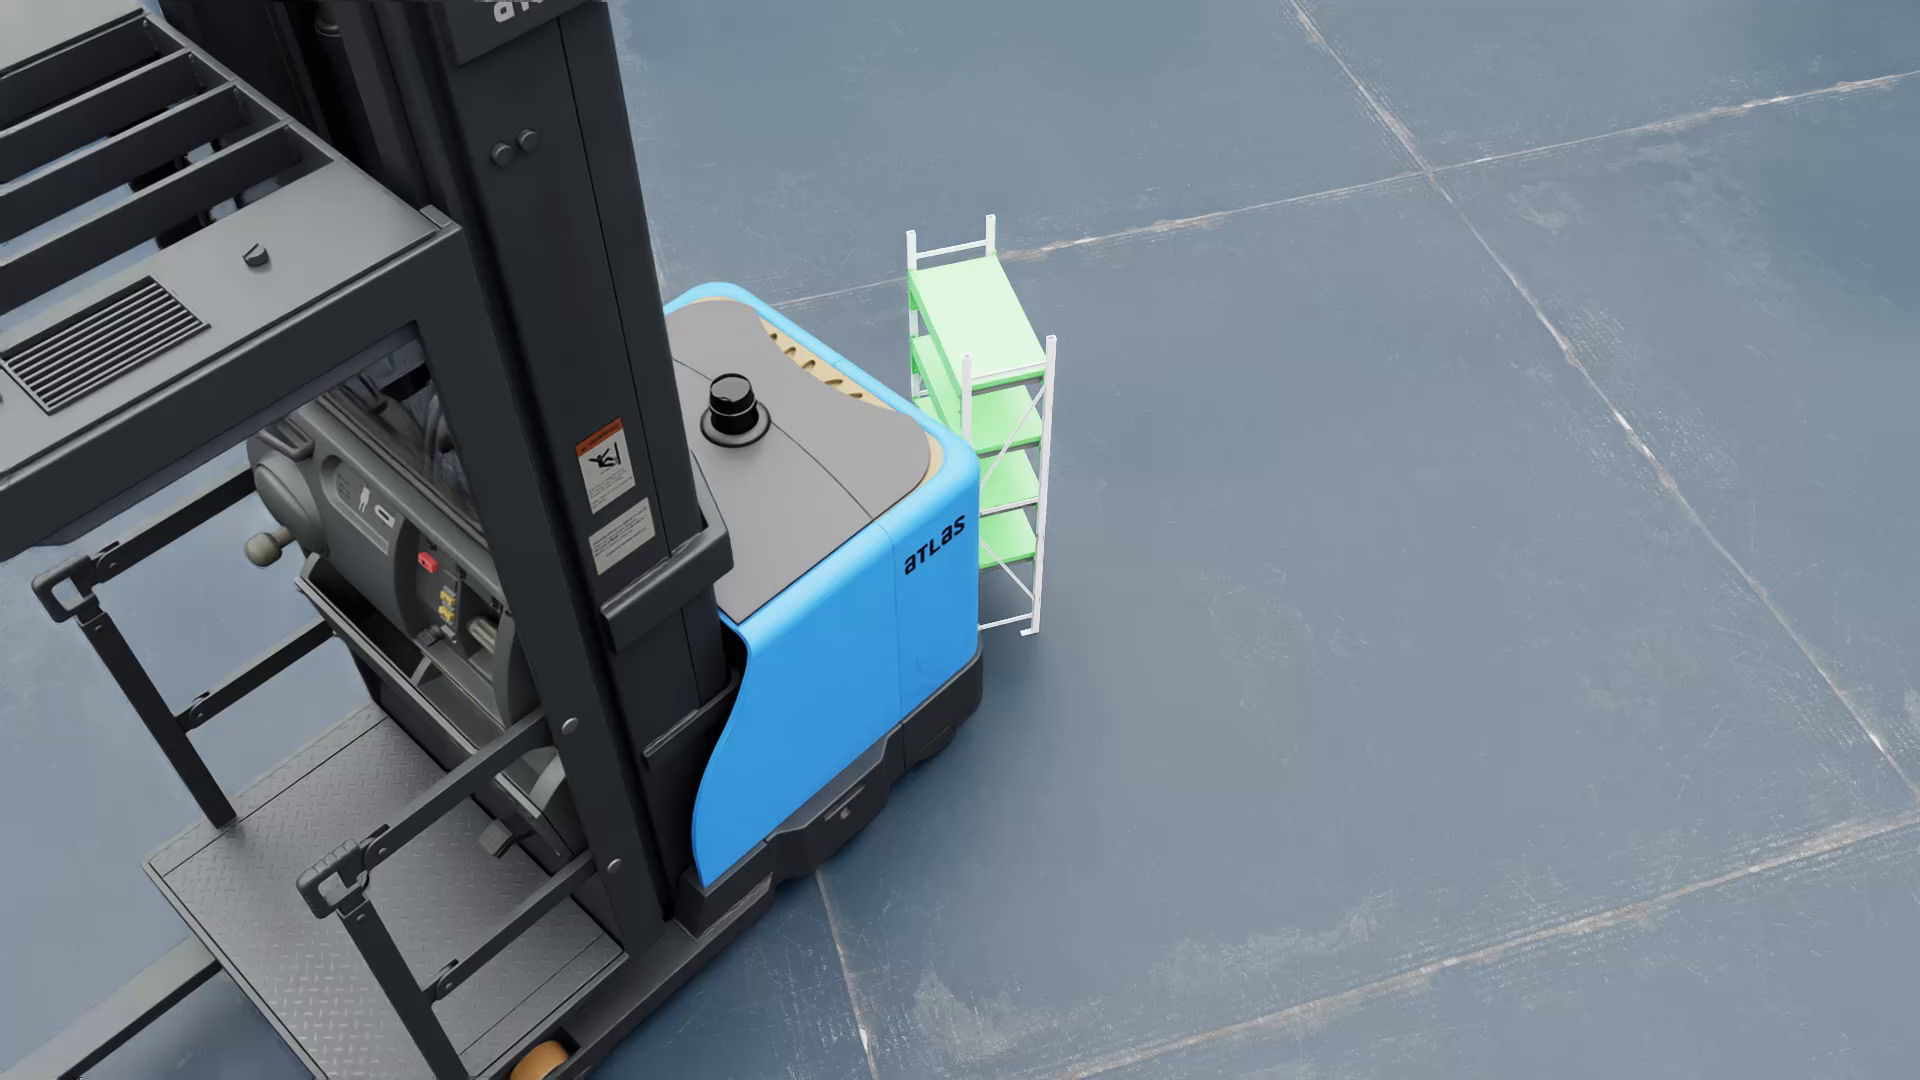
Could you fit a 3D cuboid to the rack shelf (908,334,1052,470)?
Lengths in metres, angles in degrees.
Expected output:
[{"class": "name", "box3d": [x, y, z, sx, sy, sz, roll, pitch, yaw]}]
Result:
[{"class": "rack shelf", "box3d": [0.049, -0.379, 4.555, 0.258, 0.148, 0.480, -13, 51, -11]}]

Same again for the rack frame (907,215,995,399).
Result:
[{"class": "rack frame", "box3d": [-0.023, -0.444, 4.840, 0.240, 1.200, 0.015, -13, 51, -11]}]

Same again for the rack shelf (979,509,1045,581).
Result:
[{"class": "rack shelf", "box3d": [0.049, -0.070, 4.922, 0.258, 0.148, 0.480, -13, 51, -11]}]

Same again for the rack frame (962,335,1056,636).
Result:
[{"class": "rack frame", "box3d": [0.121, -0.088, 4.539, 0.240, 1.200, 0.015, -13, 51, -11]}]

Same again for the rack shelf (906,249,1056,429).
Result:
[{"class": "rack shelf", "box3d": [0.049, -0.534, 4.371, 0.258, 0.148, 0.480, -13, 51, -11]}]

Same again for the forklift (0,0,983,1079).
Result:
[{"class": "forklift", "box3d": [-1.314, 0.101, 3.248, 1.130, 2.935, 3.031, 36, 59, 26]}]

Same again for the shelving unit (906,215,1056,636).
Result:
[{"class": "shelving unit", "box3d": [0.049, -0.266, 4.689, 0.258, 1.200, 0.503, -13, 51, -11]}]

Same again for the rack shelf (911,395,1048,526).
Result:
[{"class": "rack shelf", "box3d": [0.049, -0.225, 4.738, 0.258, 0.148, 0.480, -13, 51, -11]}]
